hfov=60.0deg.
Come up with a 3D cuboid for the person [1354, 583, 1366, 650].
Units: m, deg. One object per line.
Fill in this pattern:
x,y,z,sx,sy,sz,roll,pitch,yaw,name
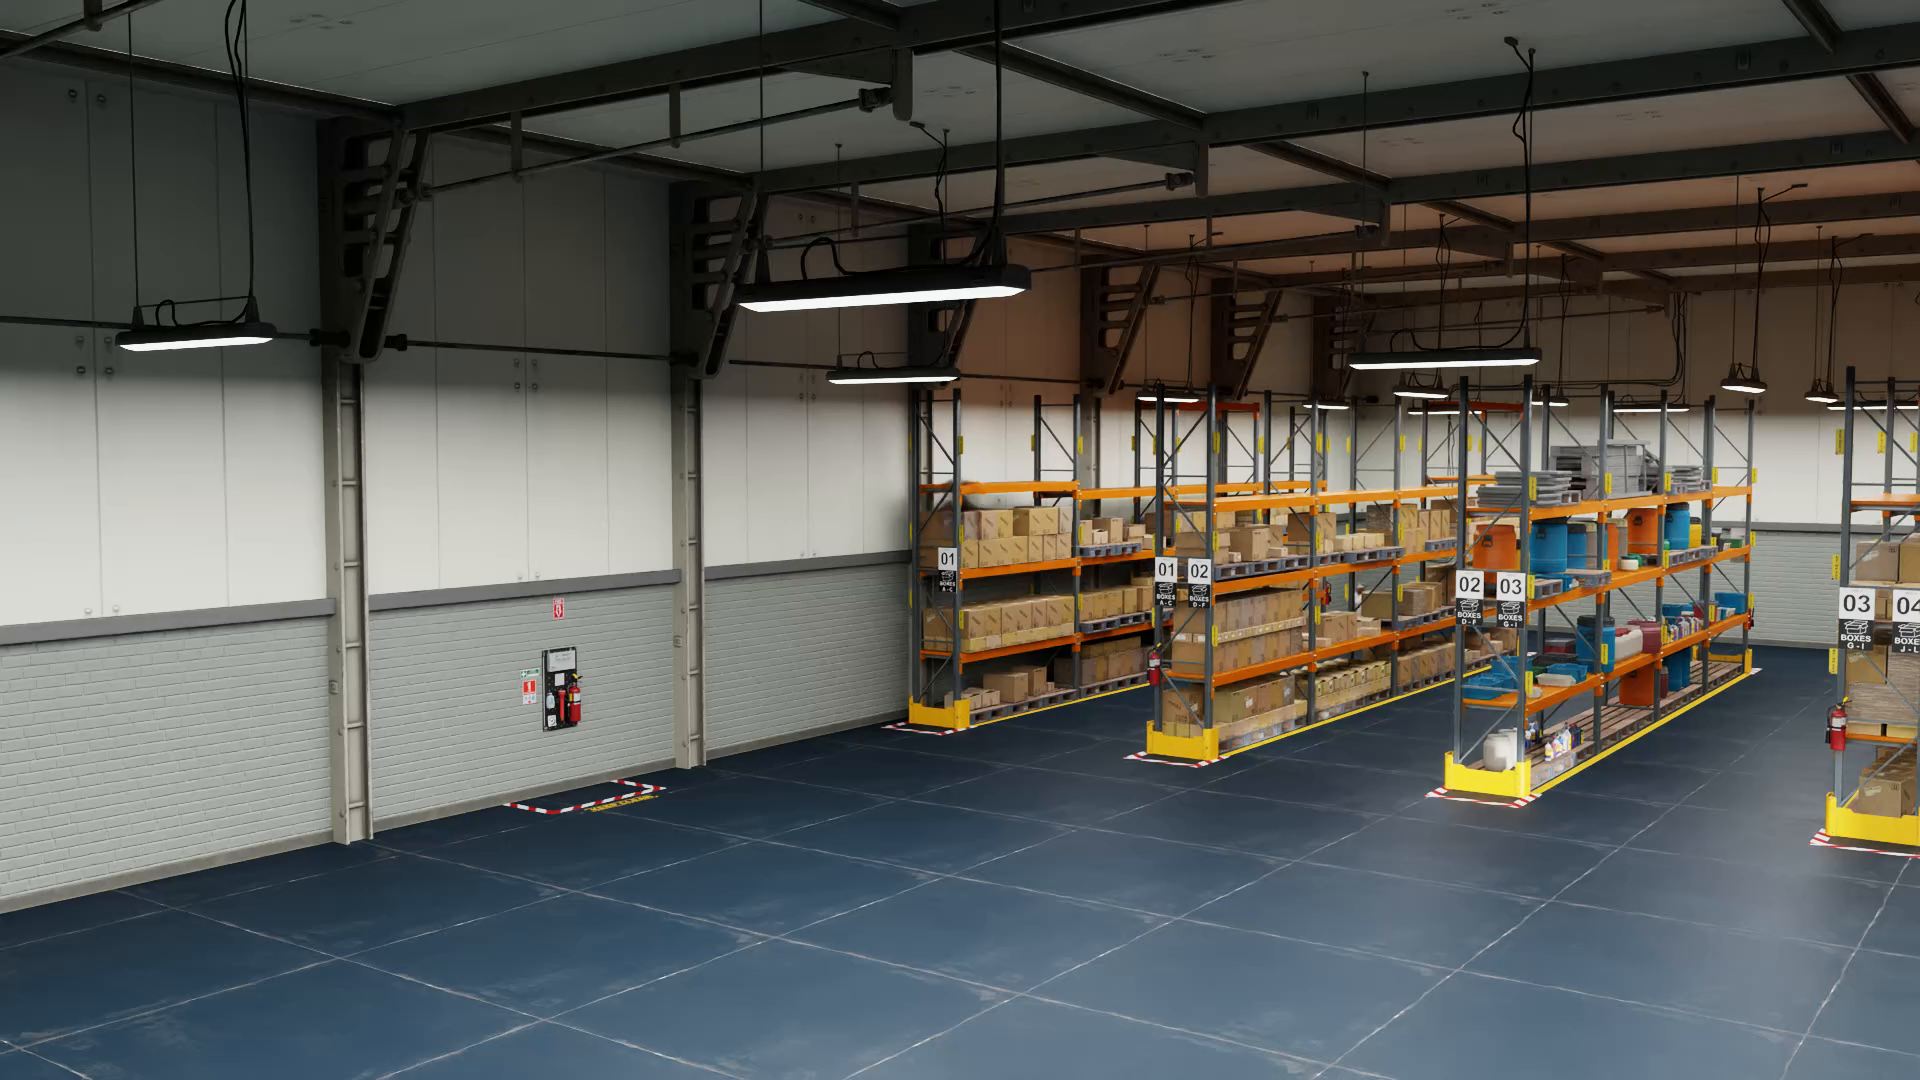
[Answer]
9.801,1.871,40.767,0.562,1.663,0.484,1,3,14,person
